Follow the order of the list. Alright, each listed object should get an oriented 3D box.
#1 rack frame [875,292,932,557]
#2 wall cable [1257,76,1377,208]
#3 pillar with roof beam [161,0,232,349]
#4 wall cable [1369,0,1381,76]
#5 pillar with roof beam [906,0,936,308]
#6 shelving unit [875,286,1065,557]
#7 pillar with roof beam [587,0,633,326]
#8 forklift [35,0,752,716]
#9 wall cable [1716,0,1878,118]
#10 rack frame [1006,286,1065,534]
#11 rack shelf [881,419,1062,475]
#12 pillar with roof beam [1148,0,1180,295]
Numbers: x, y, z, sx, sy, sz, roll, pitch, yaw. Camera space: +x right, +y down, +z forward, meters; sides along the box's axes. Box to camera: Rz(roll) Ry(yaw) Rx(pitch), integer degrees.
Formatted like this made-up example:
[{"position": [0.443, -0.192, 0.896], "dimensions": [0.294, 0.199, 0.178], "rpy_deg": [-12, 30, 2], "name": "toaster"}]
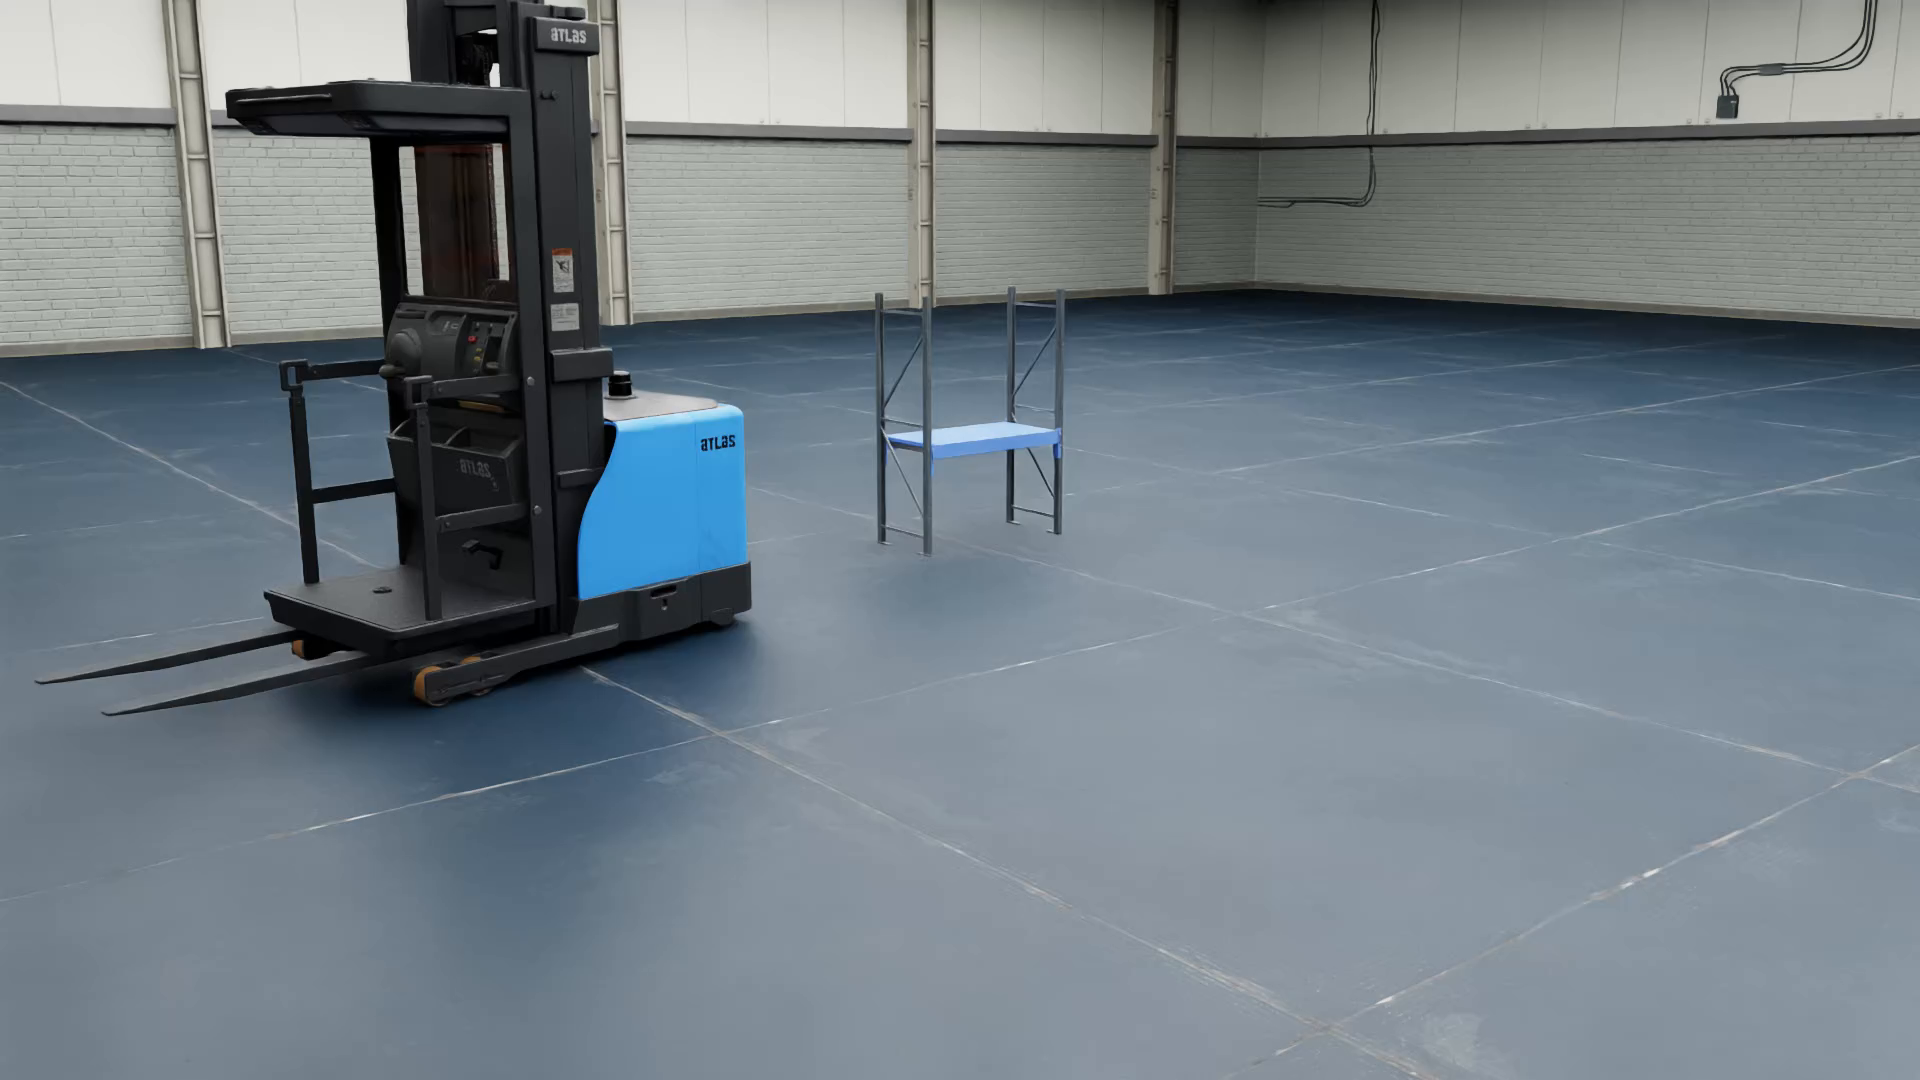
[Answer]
[{"position": [-0.330, -0.679, 9.714], "dimensions": [0.032, 1.500, 0.500], "rpy_deg": [-9, 15, -38], "name": "rack frame"}, {"position": [7.138, -7.983, 33.535], "dimensions": [0.112, 2.526, 3.097], "rpy_deg": [-9, 15, -38], "name": "wall cable"}, {"position": [-7.354, -6.300, 18.134], "dimensions": [0.400, 9.000, 9.100], "rpy_deg": [-9, 15, -38], "name": "pillar with roof beam"}, {"position": [8.828, -10.015, 30.944], "dimensions": [0.112, 2.526, 3.097], "rpy_deg": [-9, 15, -38], "name": "wall cable"}, {"position": [2.016, -7.857, 25.467], "dimensions": [0.400, 9.000, 9.100], "rpy_deg": [-9, 15, -38], "name": "pillar with roof beam"}, {"position": [0.067, -0.745, 10.025], "dimensions": [1.048, 1.500, 0.538], "rpy_deg": [-9, 15, -38], "name": "shelving unit"}, {"position": [-2.669, -7.079, 21.801], "dimensions": [0.400, 9.000, 9.100], "rpy_deg": [-9, 15, -38], "name": "pillar with roof beam"}, {"position": [-2.369, -0.862, 7.133], "dimensions": [1.130, 2.935, 3.031], "rpy_deg": [10, 16, 40], "name": "forklift"}, {"position": [13.056, -9.624, 25.598], "dimensions": [0.169, 6.003, 2.305], "rpy_deg": [-9, 15, -38], "name": "wall cable"}, {"position": [0.464, -0.811, 10.336], "dimensions": [0.032, 1.500, 0.500], "rpy_deg": [-9, 15, -38], "name": "rack frame"}, {"position": [0.067, -0.569, 10.062], "dimensions": [1.000, 0.185, 0.538], "rpy_deg": [-9, 15, -38], "name": "rack shelf"}, {"position": [6.701, -8.636, 29.134], "dimensions": [0.400, 9.000, 9.100], "rpy_deg": [-9, 15, -38], "name": "pillar with roof beam"}]
